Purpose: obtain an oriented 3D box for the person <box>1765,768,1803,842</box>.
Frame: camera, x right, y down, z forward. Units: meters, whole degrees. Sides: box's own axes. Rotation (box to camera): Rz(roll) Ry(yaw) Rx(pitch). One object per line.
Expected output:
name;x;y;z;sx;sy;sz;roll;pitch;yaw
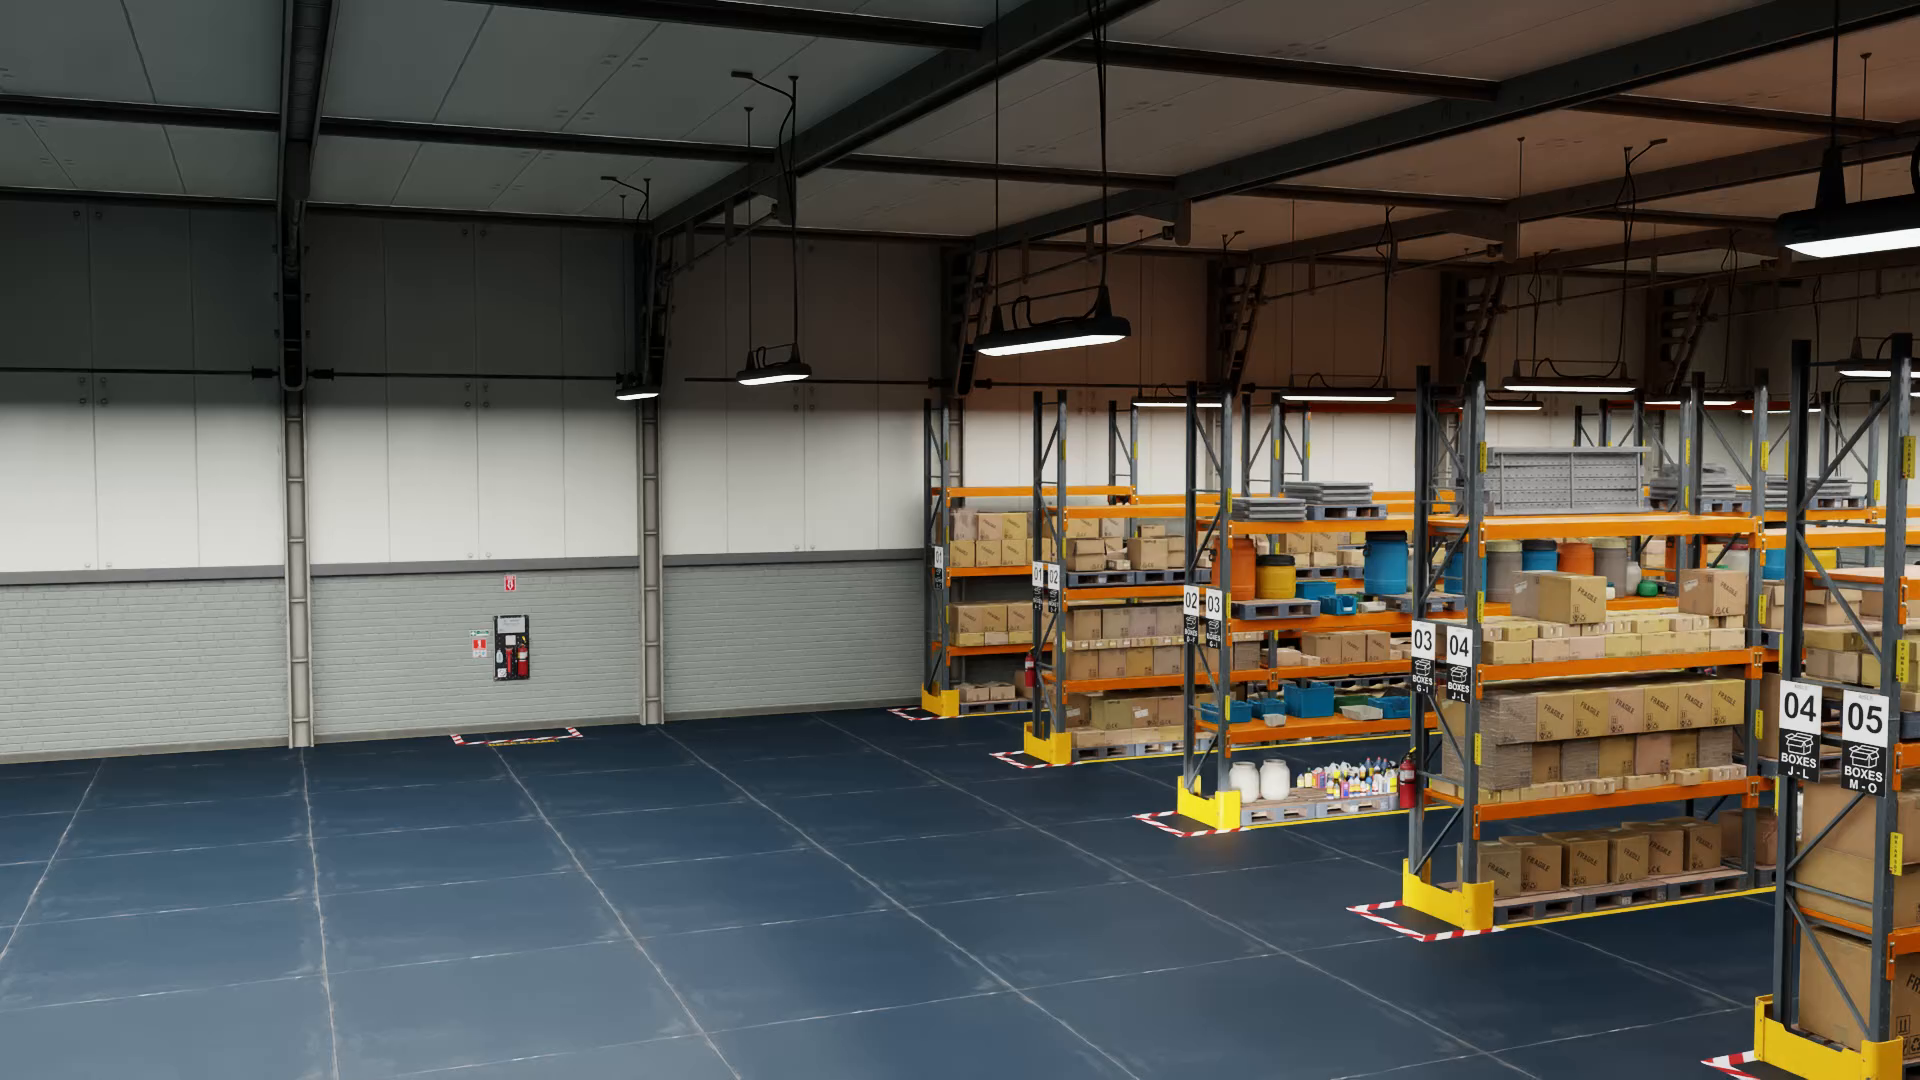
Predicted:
person;9.199;3.299;18.166;0.718;1.597;0.633;-1;3;-15
